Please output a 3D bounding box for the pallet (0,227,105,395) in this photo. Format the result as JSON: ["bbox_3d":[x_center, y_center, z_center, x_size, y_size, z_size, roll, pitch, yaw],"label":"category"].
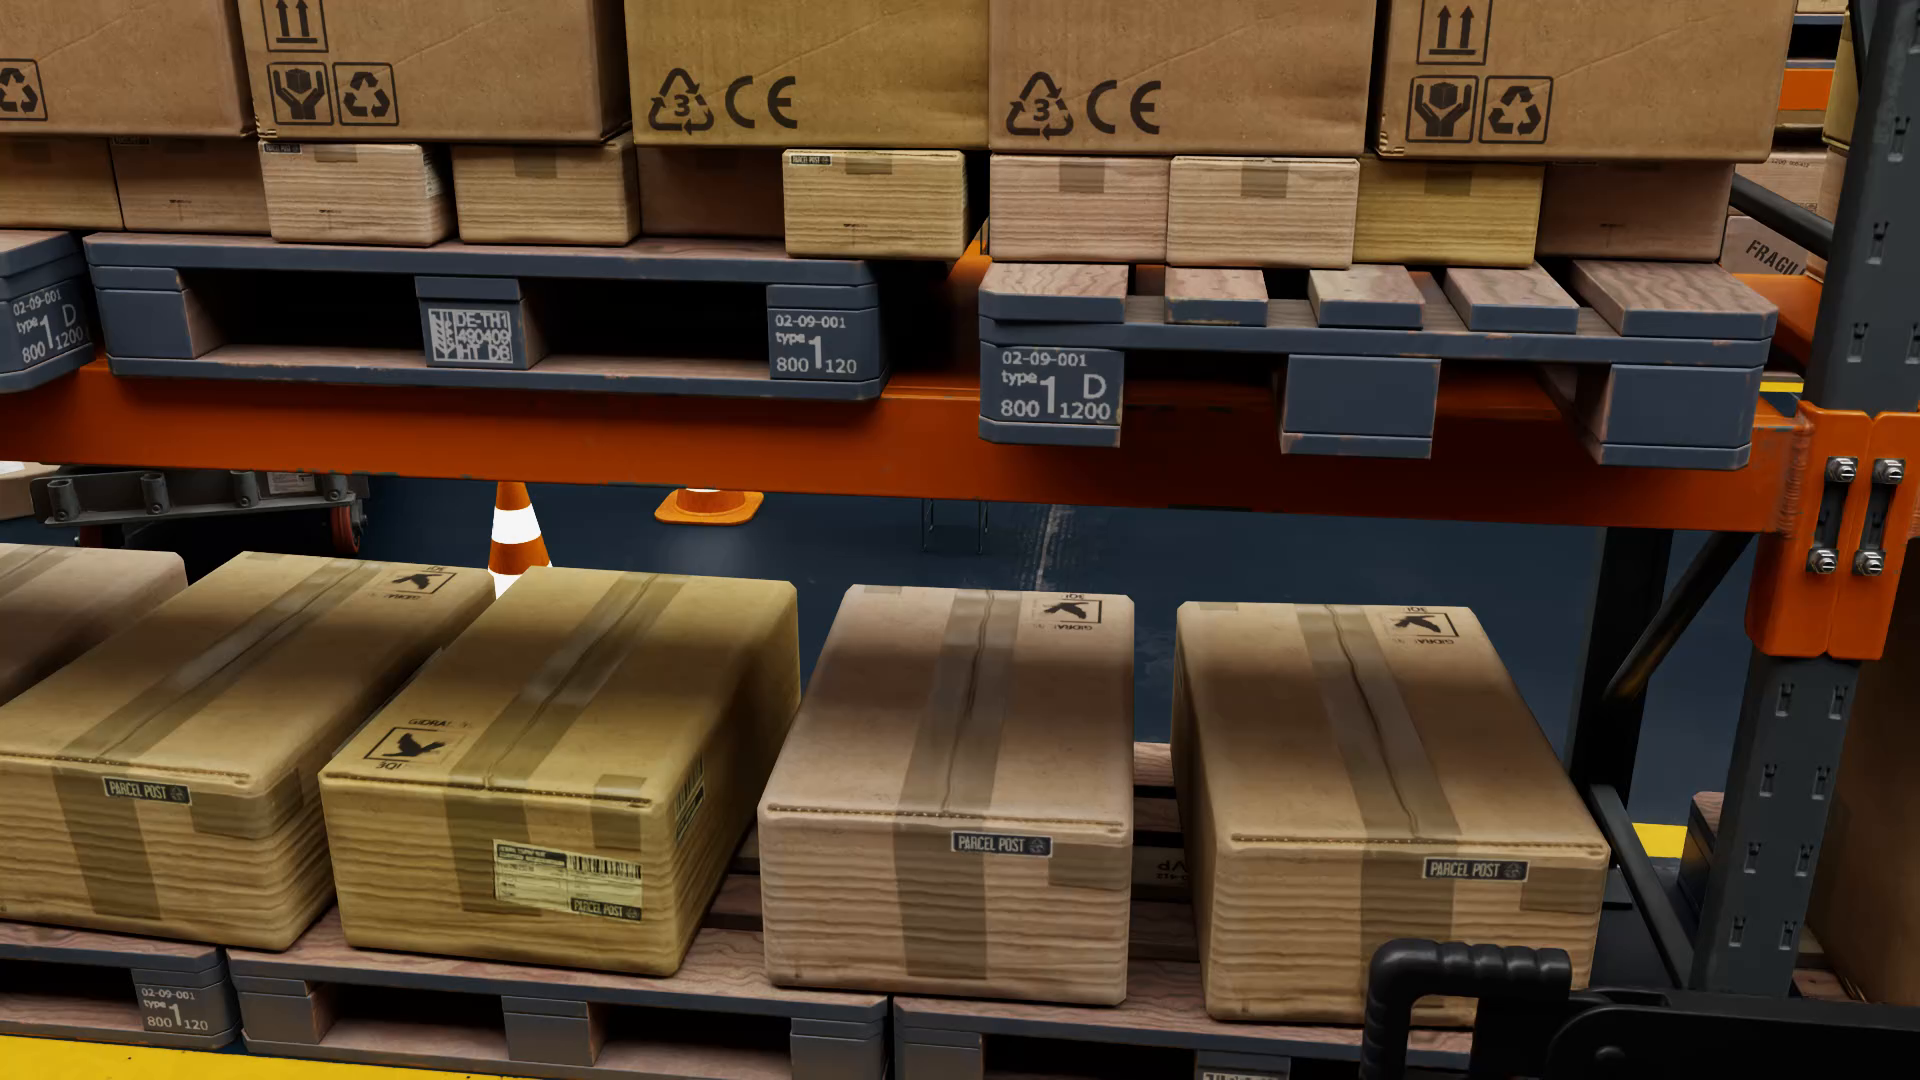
[{"bbox_3d":[-1.919,-0.520,2.935,1.213,0.211,1.003,2,22,6],"label":"pallet"}]

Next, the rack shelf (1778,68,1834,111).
[{"bbox_3d":[3.779,-1.912,7.176,4.000,0.370,1.077,2,22,6],"label":"rack shelf"}]

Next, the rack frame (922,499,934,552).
[{"bbox_3d":[-0.105,-0.563,5.231,0.006,1.200,0.240,2,22,6],"label":"rack frame"}]

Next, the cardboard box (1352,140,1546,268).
[{"bbox_3d":[0.683,-0.514,2.430,0.250,0.149,0.380,3,22,7],"label":"cardboard box"}]

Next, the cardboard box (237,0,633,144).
[{"bbox_3d":[-0.731,-0.884,2.484,0.500,0.500,0.500,2,22,4],"label":"cardboard box"}]

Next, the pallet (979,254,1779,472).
[{"bbox_3d":[0.591,-0.425,2.695,1.003,0.211,1.213,2,22,6],"label":"pallet"}]

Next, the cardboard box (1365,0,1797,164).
[{"bbox_3d":[0.827,-0.820,2.323,0.500,0.500,0.500,2,22,5],"label":"cardboard box"}]

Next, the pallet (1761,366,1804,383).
[{"bbox_3d":[3.777,-0.949,7.553,1.213,0.211,1.003,2,22,6],"label":"pallet"}]

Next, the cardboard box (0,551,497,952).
[{"bbox_3d":[-1.426,0.383,3.393,0.625,0.372,0.950,4,22,10],"label":"cardboard box"}]

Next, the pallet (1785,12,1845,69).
[{"bbox_3d":[3.764,-2.174,7.119,1.213,0.211,1.003,2,22,6],"label":"pallet"}]

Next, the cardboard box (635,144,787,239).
[{"bbox_3d":[-0.331,-0.586,2.612,0.250,0.149,0.380,3,22,7],"label":"cardboard box"}]

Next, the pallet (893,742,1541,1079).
[{"bbox_3d":[0.535,0.740,3.280,1.213,0.211,1.003,2,22,6],"label":"pallet"}]

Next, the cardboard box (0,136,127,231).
[{"bbox_3d":[-1.362,-0.609,2.672,0.250,0.149,0.380,3,22,7],"label":"cardboard box"}]

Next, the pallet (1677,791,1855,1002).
[{"bbox_3d":[2.085,0.836,3.037,1.213,0.211,1.003,2,22,6],"label":"pallet"}]

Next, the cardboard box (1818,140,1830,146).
[{"bbox_3d":[3.961,-1.527,7.031,0.500,0.250,0.500,2,22,4],"label":"cardboard box"}]

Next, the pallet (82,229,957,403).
[{"bbox_3d":[-0.660,-0.503,2.894,1.213,0.211,1.003,2,22,6],"label":"pallet"}]

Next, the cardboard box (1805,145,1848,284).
[{"bbox_3d":[1.844,-0.525,2.892,0.500,0.250,0.500,2,22,4],"label":"cardboard box"}]

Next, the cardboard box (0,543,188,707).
[{"bbox_3d":[-2.140,0.354,3.469,0.625,0.372,0.950,3,22,7],"label":"cardboard box"}]

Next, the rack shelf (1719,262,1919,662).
[{"bbox_3d":[3.297,-0.101,2.594,4.000,0.370,1.077,2,22,6],"label":"rack shelf"}]

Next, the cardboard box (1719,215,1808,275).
[{"bbox_3d":[3.476,-1.202,7.228,0.500,0.500,0.500,2,22,5],"label":"cardboard box"}]

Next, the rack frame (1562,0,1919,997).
[{"bbox_3d":[1.311,-0.522,2.680,0.127,3.000,1.000,2,22,6],"label":"rack frame"}]

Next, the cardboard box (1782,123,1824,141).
[{"bbox_3d":[4.028,-1.716,7.510,0.500,0.250,0.500,3,22,8],"label":"cardboard box"}]

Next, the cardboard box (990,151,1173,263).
[{"bbox_3d":[0.179,-0.522,2.451,0.250,0.149,0.380,1,22,4],"label":"cardboard box"}]

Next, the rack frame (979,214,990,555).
[{"bbox_3d":[0.076,-0.555,5.211,0.006,1.200,0.240,2,22,6],"label":"rack frame"}]

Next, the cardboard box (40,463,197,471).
[{"bbox_3d":[-2.481,-0.536,5.085,0.500,0.500,0.500,2,22,6],"label":"cardboard box"}]

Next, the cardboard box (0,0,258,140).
[{"bbox_3d":[-1.242,-0.902,2.530,0.500,0.500,0.500,2,22,6],"label":"cardboard box"}]

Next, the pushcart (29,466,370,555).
[{"bbox_3d":[-2.442,-0.310,5.711,0.936,0.377,1.648,-5,22,-12],"label":"pushcart"}]

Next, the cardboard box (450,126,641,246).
[{"bbox_3d":[-0.590,-0.567,2.564,0.250,0.149,0.380,2,22,5],"label":"cardboard box"}]

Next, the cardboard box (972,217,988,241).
[{"bbox_3d":[0.331,-1.578,7.841,0.750,0.750,1.050,3,22,7],"label":"cardboard box"}]

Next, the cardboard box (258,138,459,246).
[{"bbox_3d":[-0.858,-0.568,2.566,0.250,0.149,0.380,3,22,8],"label":"cardboard box"}]

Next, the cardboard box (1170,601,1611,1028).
[{"bbox_3d":[0.751,0.477,3.157,0.625,0.372,0.950,1,22,3],"label":"cardboard box"}]

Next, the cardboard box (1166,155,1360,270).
[{"bbox_3d":[0.428,-0.508,2.416,0.250,0.149,0.380,2,22,6],"label":"cardboard box"}]

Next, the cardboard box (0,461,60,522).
[{"bbox_3d":[-3.218,-0.242,5.692,0.396,0.266,0.258,-14,25,-31],"label":"cardboard box"}]

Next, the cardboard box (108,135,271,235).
[{"bbox_3d":[-1.116,-0.598,2.643,0.250,0.149,0.380,3,22,7],"label":"cardboard box"}]

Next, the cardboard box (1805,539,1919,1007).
[{"bbox_3d":[1.987,0.331,2.841,0.875,0.875,0.875,2,22,6],"label":"cardboard box"}]

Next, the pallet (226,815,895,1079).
[{"bbox_3d":[-0.673,0.687,3.416,1.213,0.211,1.003,2,22,6],"label":"pallet"}]

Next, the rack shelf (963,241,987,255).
[{"bbox_3d":[-0.014,-0.852,5.105,0.180,0.103,0.258,2,22,6],"label":"rack shelf"}]

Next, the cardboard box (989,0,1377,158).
[{"bbox_3d":[0.312,-0.839,2.369,0.500,0.500,0.500,2,22,5],"label":"cardboard box"}]

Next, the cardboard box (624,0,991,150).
[{"bbox_3d":[-0.189,-0.860,2.423,0.500,0.500,0.500,1,22,3],"label":"cardboard box"}]

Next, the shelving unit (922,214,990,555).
[{"bbox_3d":[-0.014,-0.559,5.221,0.189,1.200,0.258,2,22,6],"label":"shelving unit"}]

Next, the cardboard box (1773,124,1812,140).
[{"bbox_3d":[3.509,-1.736,7.559,0.500,0.250,0.500,3,22,8],"label":"cardboard box"}]

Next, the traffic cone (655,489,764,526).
[{"bbox_3d":[-0.859,-0.325,5.633,0.334,0.463,0.336,2,22,6],"label":"traffic cone"}]

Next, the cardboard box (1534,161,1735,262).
[{"bbox_3d":[0.958,-0.529,2.468,0.250,0.149,0.380,3,22,8],"label":"cardboard box"}]

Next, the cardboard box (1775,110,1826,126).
[{"bbox_3d":[5.812,-3.195,11.759,0.875,0.875,1.225,3,22,6],"label":"cardboard box"}]

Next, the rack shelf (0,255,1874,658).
[{"bbox_3d":[-0.675,-0.274,3.031,4.000,0.370,1.077,2,22,6],"label":"rack shelf"}]

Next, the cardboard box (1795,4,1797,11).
[{"bbox_3d":[3.281,-2.274,6.883,0.250,0.149,0.380,3,22,8],"label":"cardboard box"}]

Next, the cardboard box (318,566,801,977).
[{"bbox_3d":[-0.735,0.413,3.319,0.625,0.372,0.950,3,22,8],"label":"cardboard box"}]

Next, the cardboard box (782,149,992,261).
[{"bbox_3d":[-0.096,-0.529,2.469,0.250,0.149,0.380,3,22,7],"label":"cardboard box"}]

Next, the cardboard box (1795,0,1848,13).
[{"bbox_3d":[3.531,-2.262,6.853,0.250,0.149,0.380,3,22,7],"label":"cardboard box"}]

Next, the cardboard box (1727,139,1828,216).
[{"bbox_3d":[3.443,-1.549,7.087,0.500,0.250,0.500,3,22,7],"label":"cardboard box"}]

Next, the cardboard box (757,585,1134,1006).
[{"bbox_3d":[0.017,0.448,3.230,0.625,0.372,0.950,2,22,5],"label":"cardboard box"}]

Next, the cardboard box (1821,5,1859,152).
[{"bbox_3d":[1.822,-0.756,2.797,0.500,0.250,0.500,2,22,6],"label":"cardboard box"}]

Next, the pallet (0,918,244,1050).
[{"bbox_3d":[-1.888,0.635,3.547,1.213,0.211,1.003,2,22,6],"label":"pallet"}]

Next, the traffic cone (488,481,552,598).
[{"bbox_3d":[-1.265,0.027,4.741,0.334,0.463,0.336,2,22,6],"label":"traffic cone"}]
